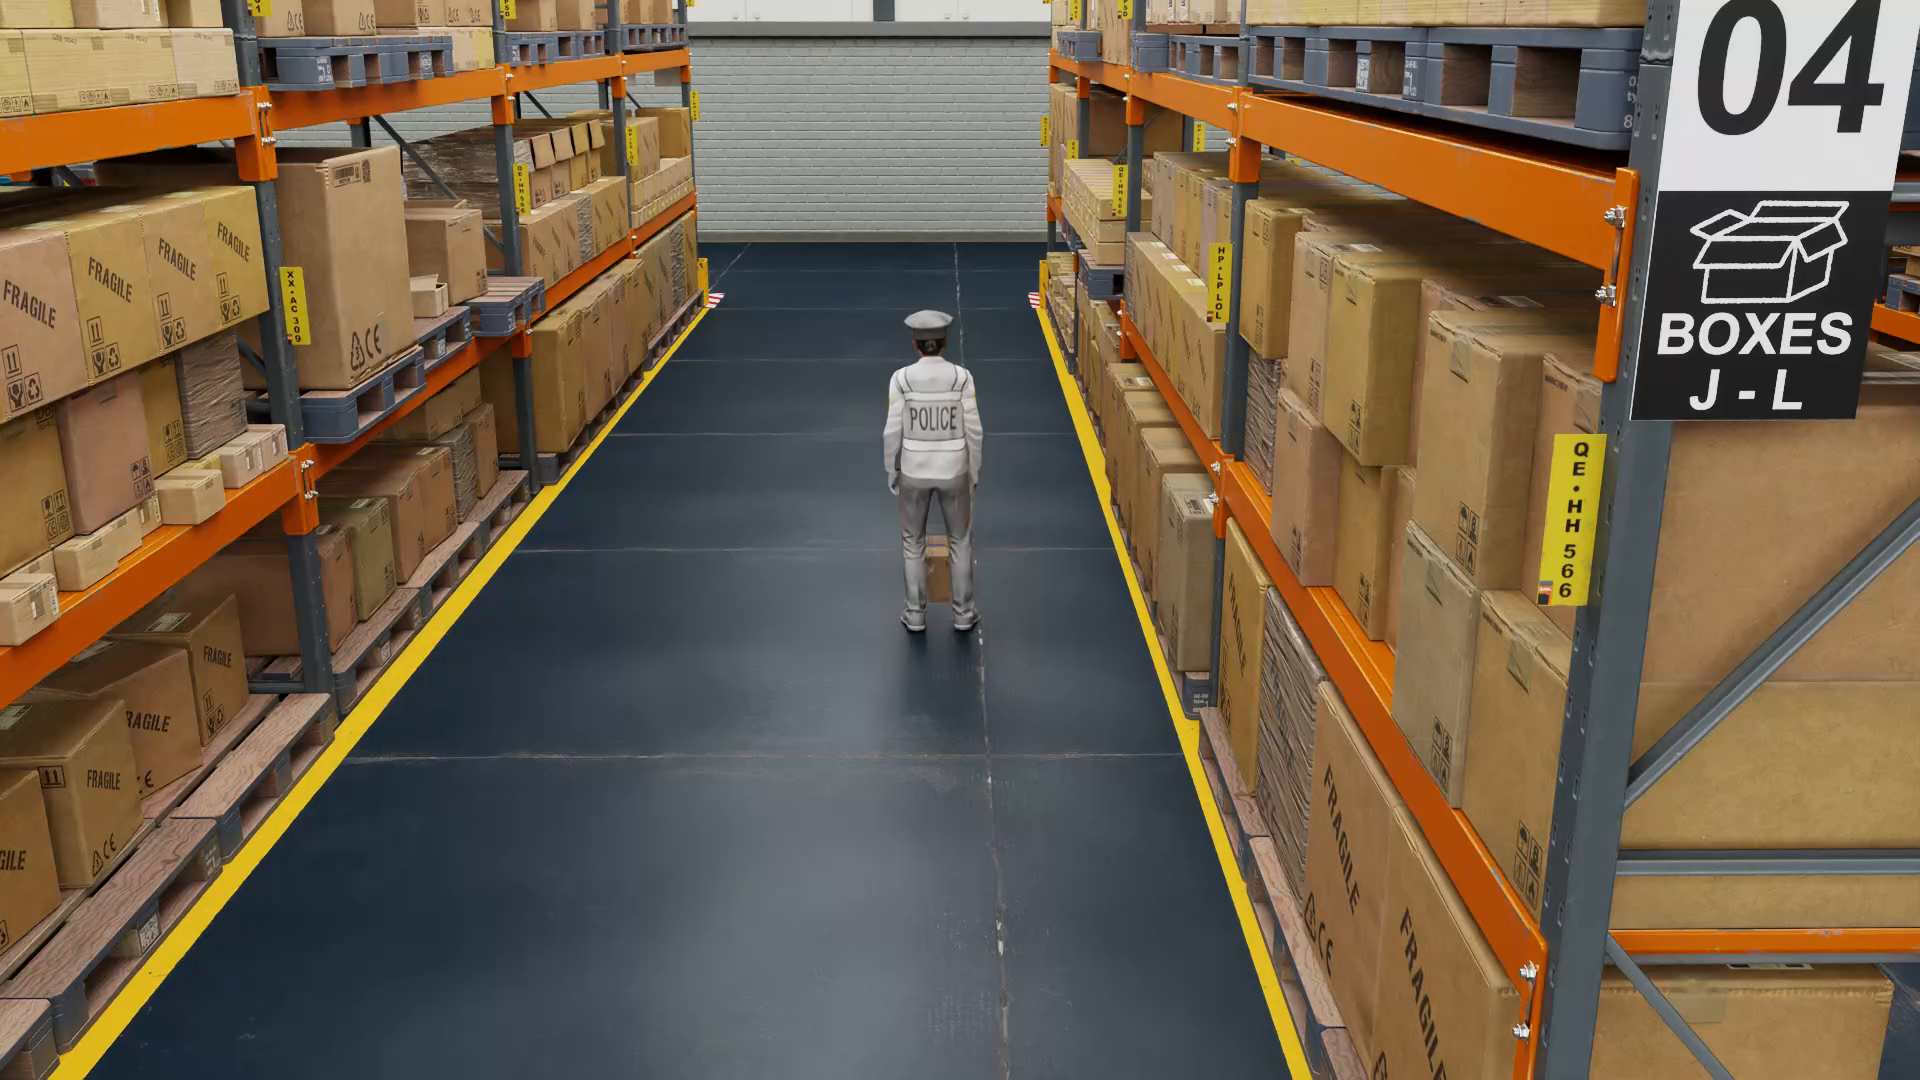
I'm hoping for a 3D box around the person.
[{"bbox_3d":[-0.139,-0.336,8.620,0.513,1.665,0.360,-1,17,-3],"label":"person"}]
